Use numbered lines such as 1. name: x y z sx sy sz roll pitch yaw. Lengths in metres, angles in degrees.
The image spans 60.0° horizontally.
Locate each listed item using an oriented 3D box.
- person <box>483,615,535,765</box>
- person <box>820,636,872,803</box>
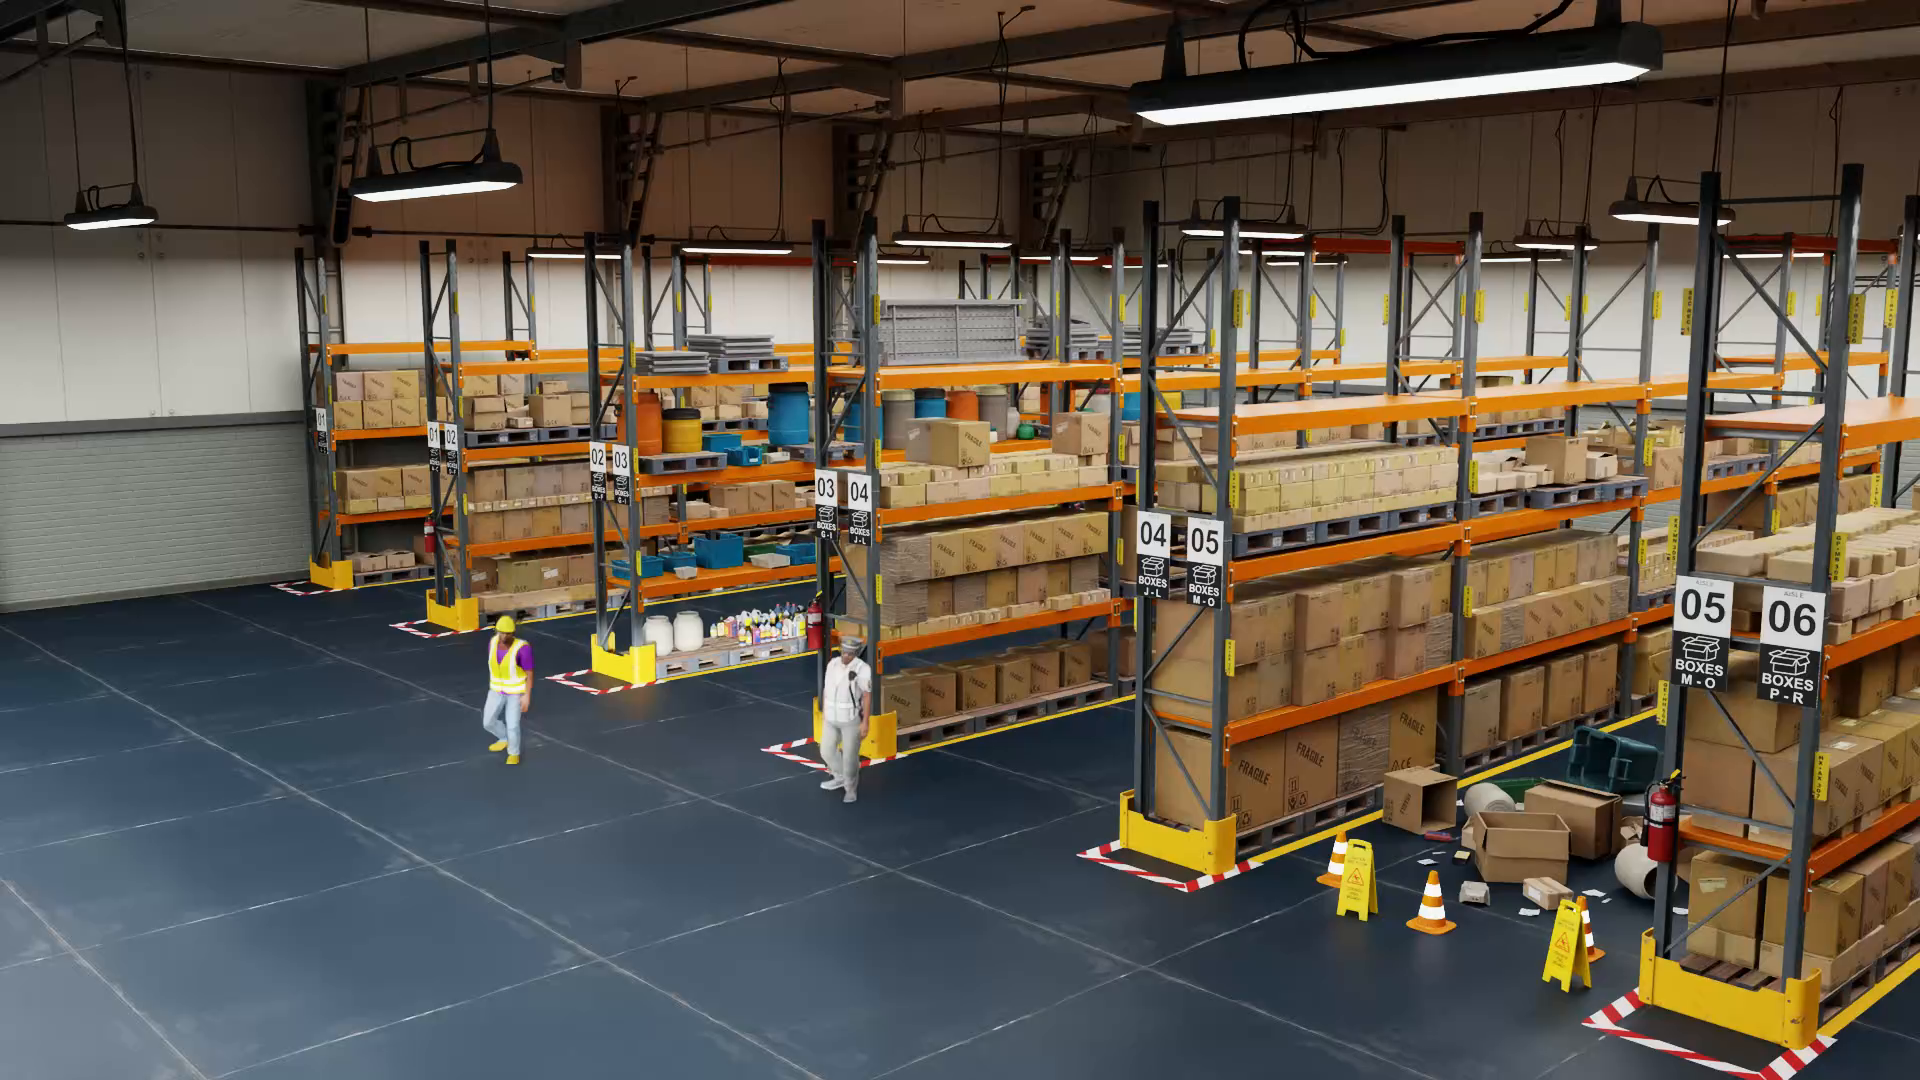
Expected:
1. person: -4.979 1.647 18.315 0.719 1.718 0.628 2 9 14
2. person: -1.198 1.814 17.119 0.670 1.728 0.513 4 9 25
